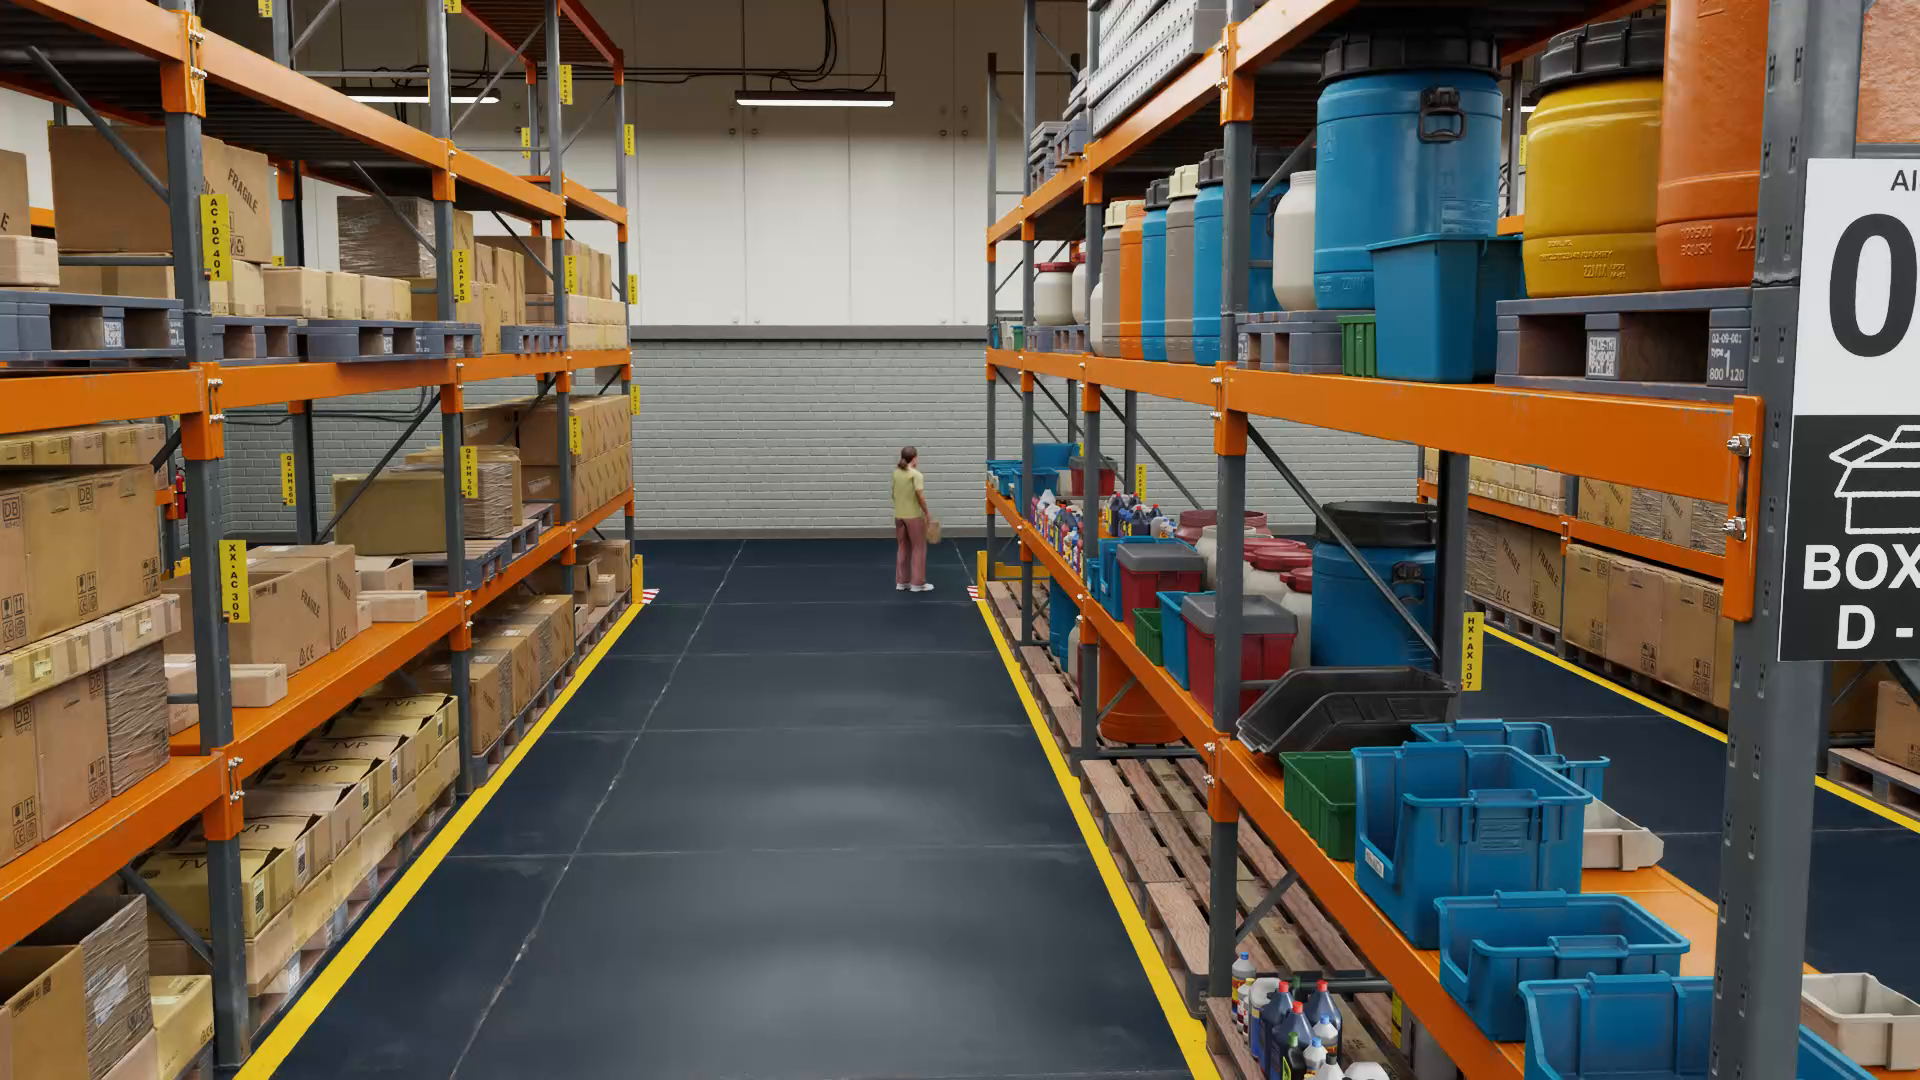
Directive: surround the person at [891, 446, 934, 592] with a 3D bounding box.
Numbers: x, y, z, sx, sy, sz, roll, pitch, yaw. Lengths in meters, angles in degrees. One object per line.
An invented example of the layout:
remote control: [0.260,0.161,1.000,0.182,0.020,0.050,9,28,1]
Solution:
person: [-0.579,-0.252,19.314,0.477,1.676,0.361,6,9,40]
